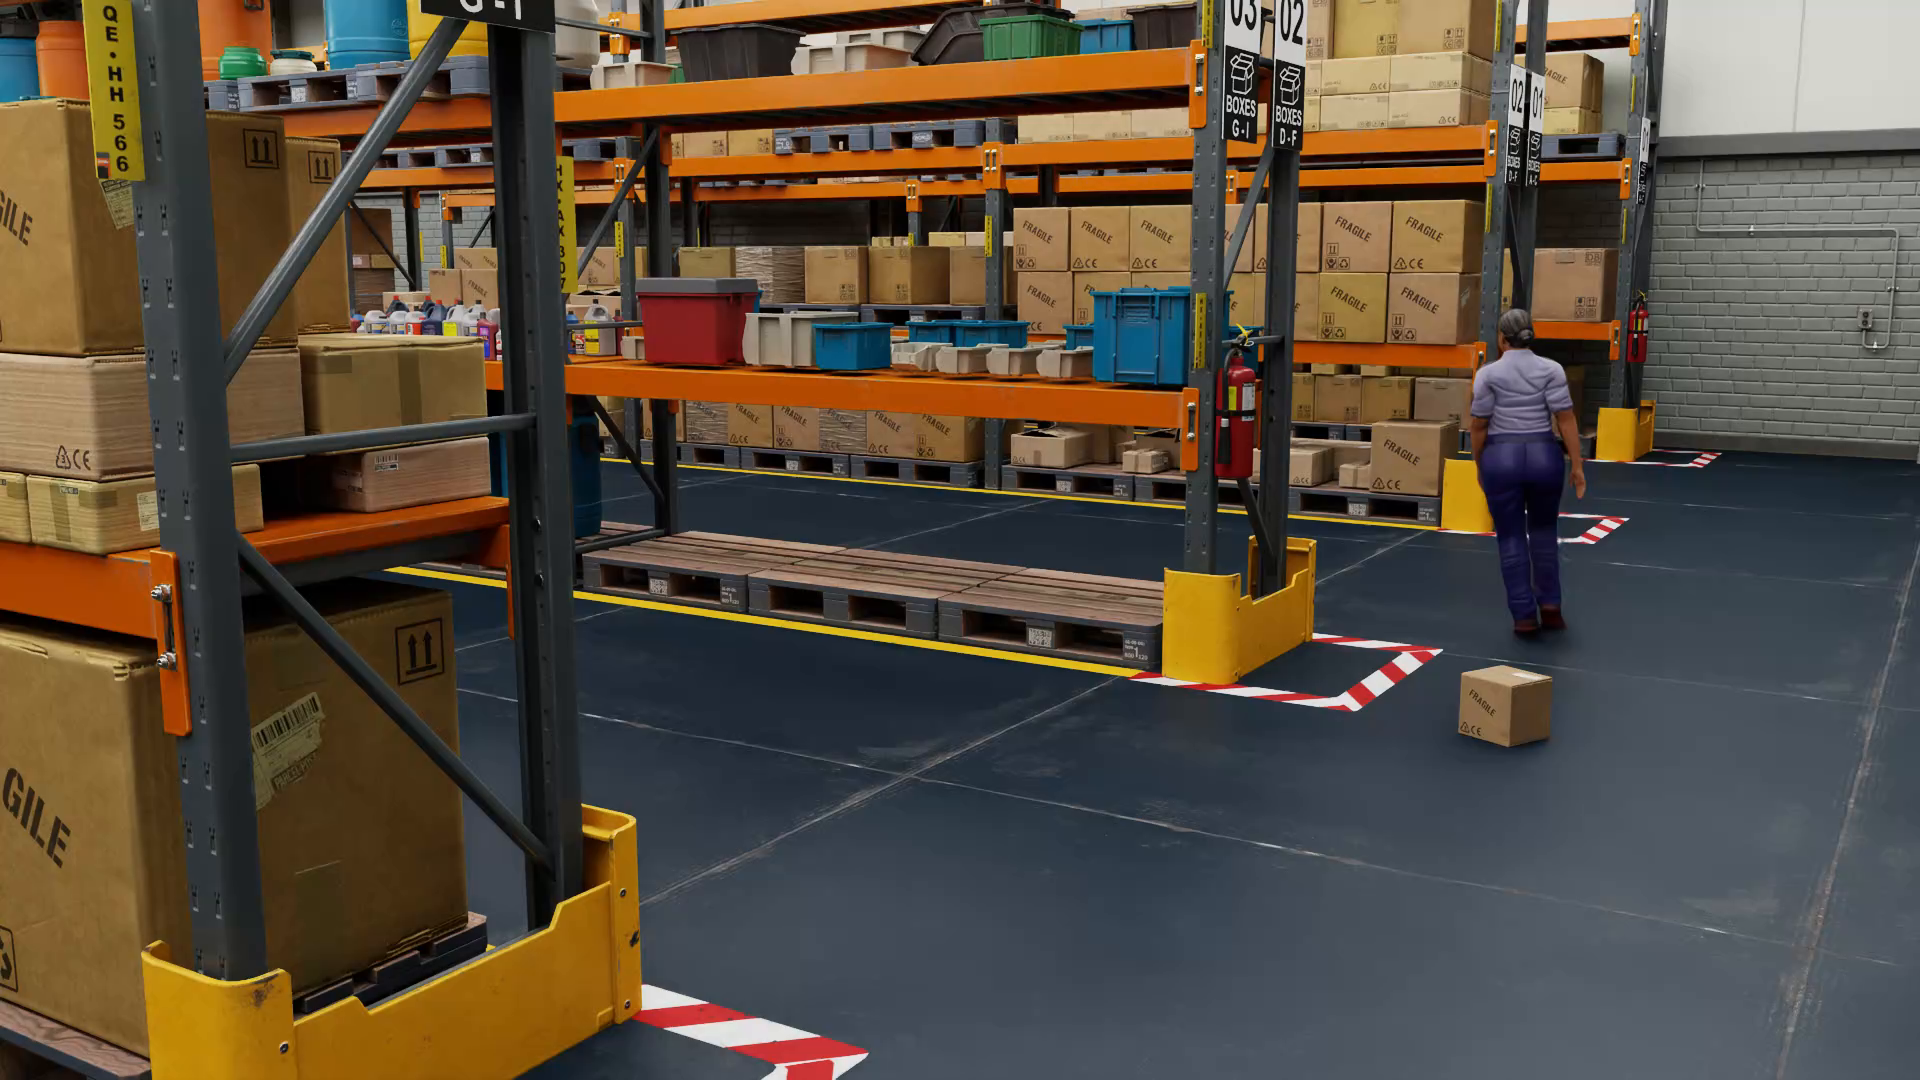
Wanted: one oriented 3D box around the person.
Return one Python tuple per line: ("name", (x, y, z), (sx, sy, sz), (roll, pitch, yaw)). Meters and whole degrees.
("person", (2.855, -0.317, 8.436), (0.560, 1.704, 0.474), (1, 10, 9))
